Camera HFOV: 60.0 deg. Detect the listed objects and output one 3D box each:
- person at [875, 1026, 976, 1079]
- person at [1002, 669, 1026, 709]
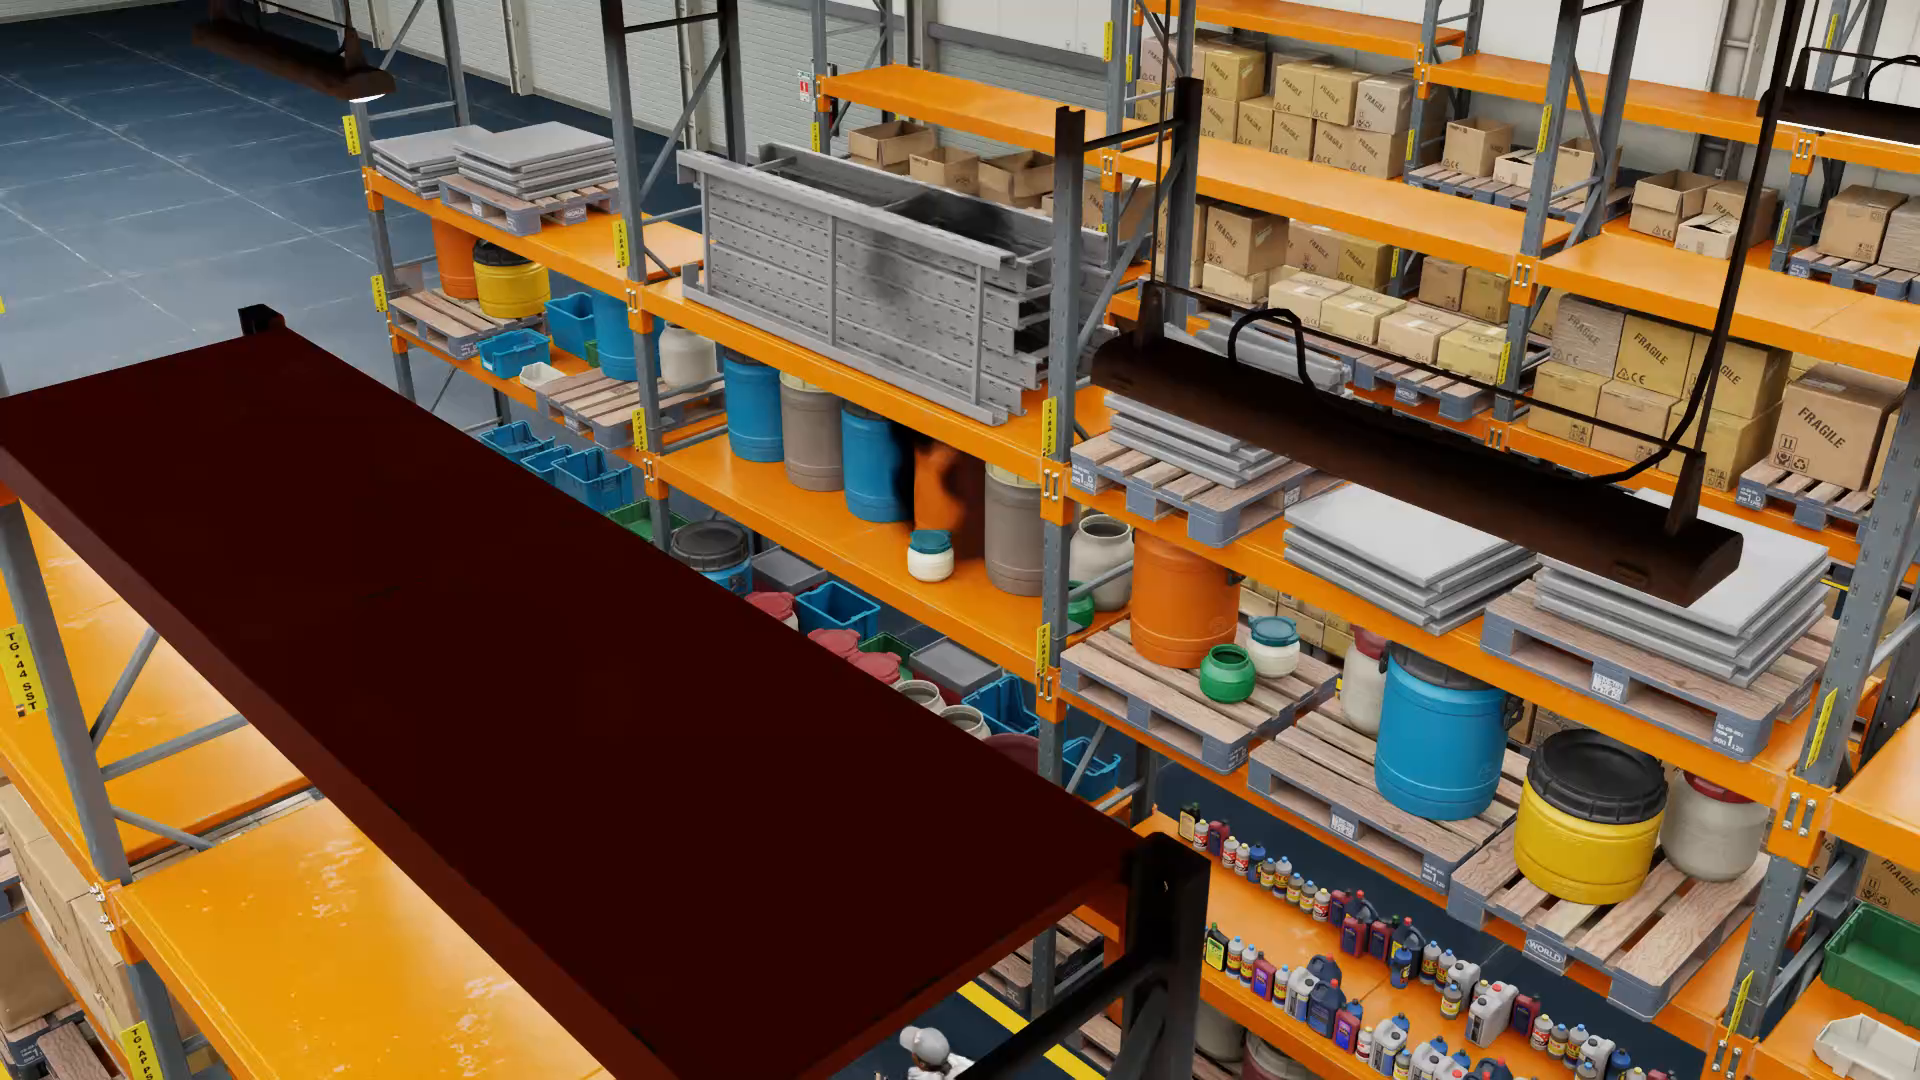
[{"bbox_3d":[-0.148,3.285,8.959,0.827,1.709,0.590,18,33,30],"label":"person"},{"bbox_3d":[0.254,0.711,13.694,0.740,1.750,0.683,20,34,33],"label":"person"}]
